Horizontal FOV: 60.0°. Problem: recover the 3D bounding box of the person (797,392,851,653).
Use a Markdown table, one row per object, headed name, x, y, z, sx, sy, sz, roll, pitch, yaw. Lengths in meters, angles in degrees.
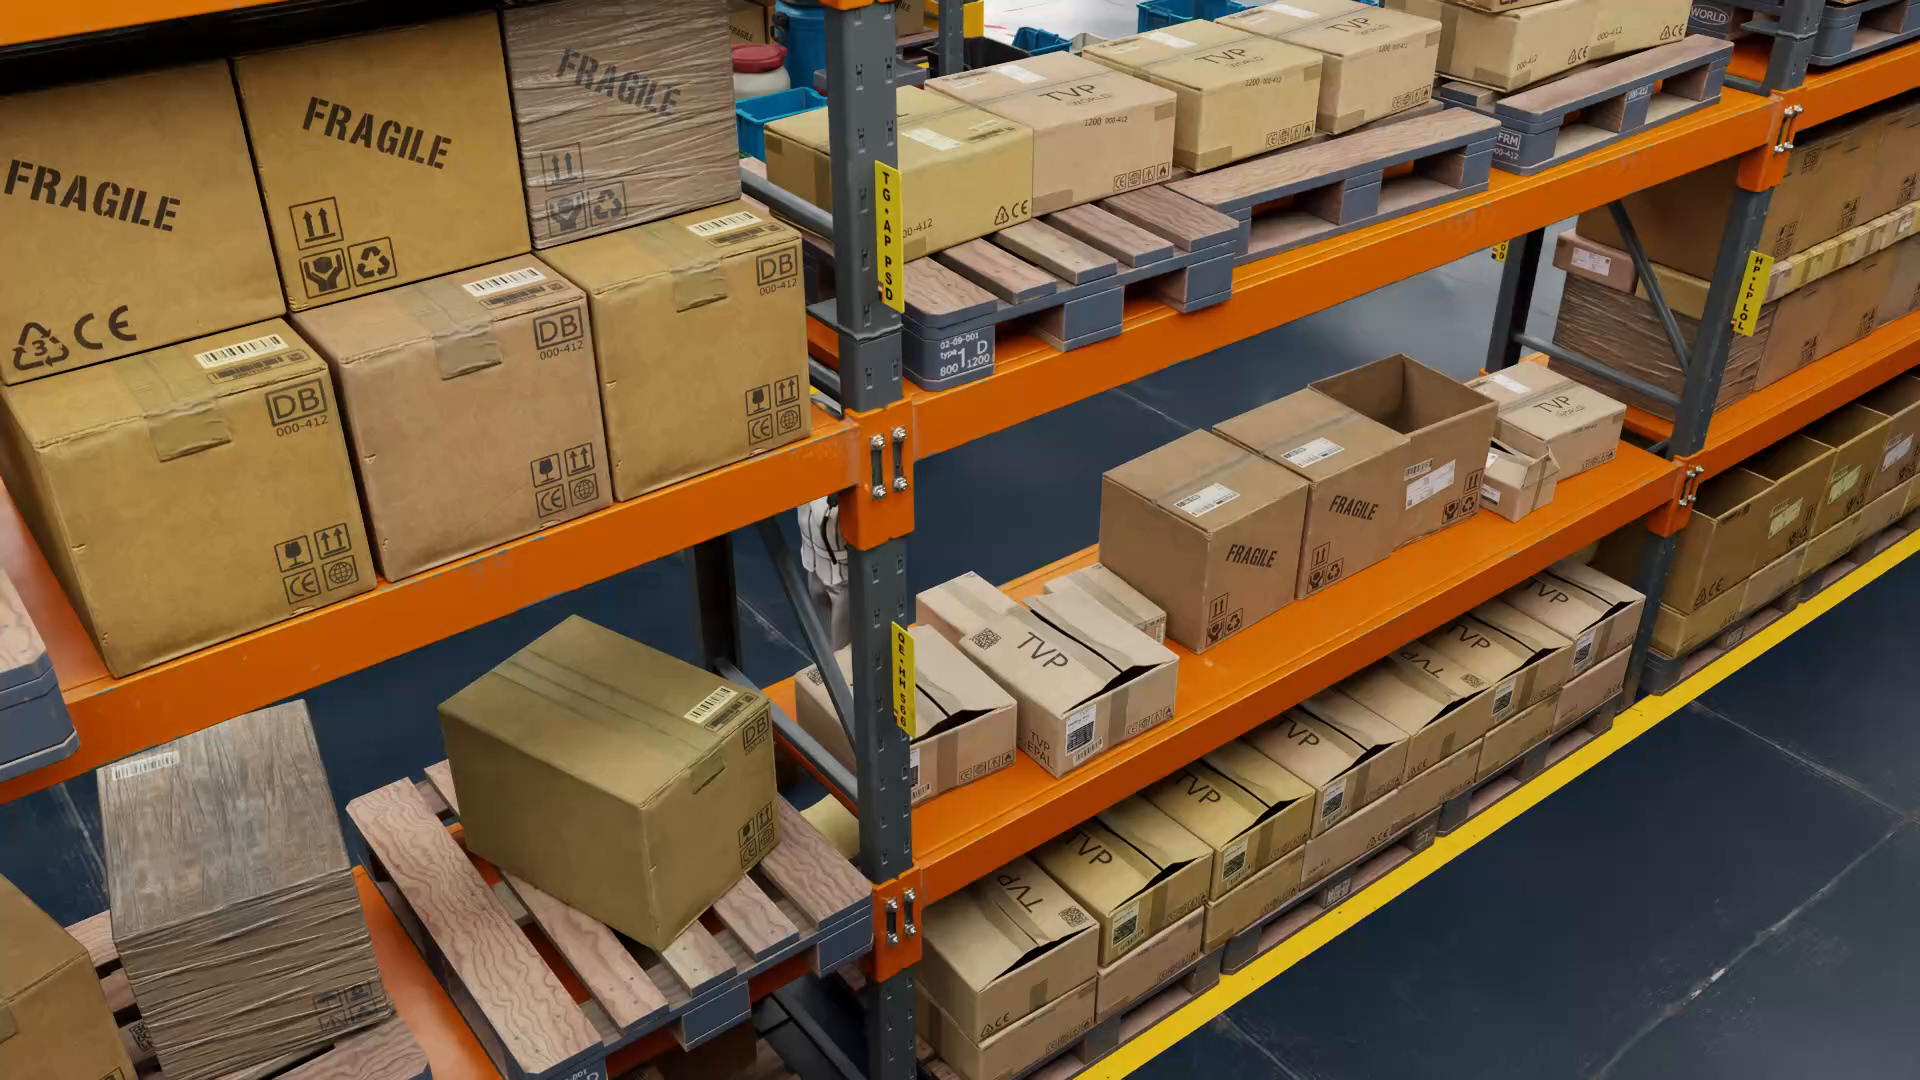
| name | x | y | z | sx | sy | sz | roll | pitch | yaw |
| --- | --- | --- | --- | --- | --- | --- | --- | --- | --- |
| person | -0.509 | 0.162 | 6.866 | 0.403 | 1.679 | 0.481 | -22 | 39 | -31 |
